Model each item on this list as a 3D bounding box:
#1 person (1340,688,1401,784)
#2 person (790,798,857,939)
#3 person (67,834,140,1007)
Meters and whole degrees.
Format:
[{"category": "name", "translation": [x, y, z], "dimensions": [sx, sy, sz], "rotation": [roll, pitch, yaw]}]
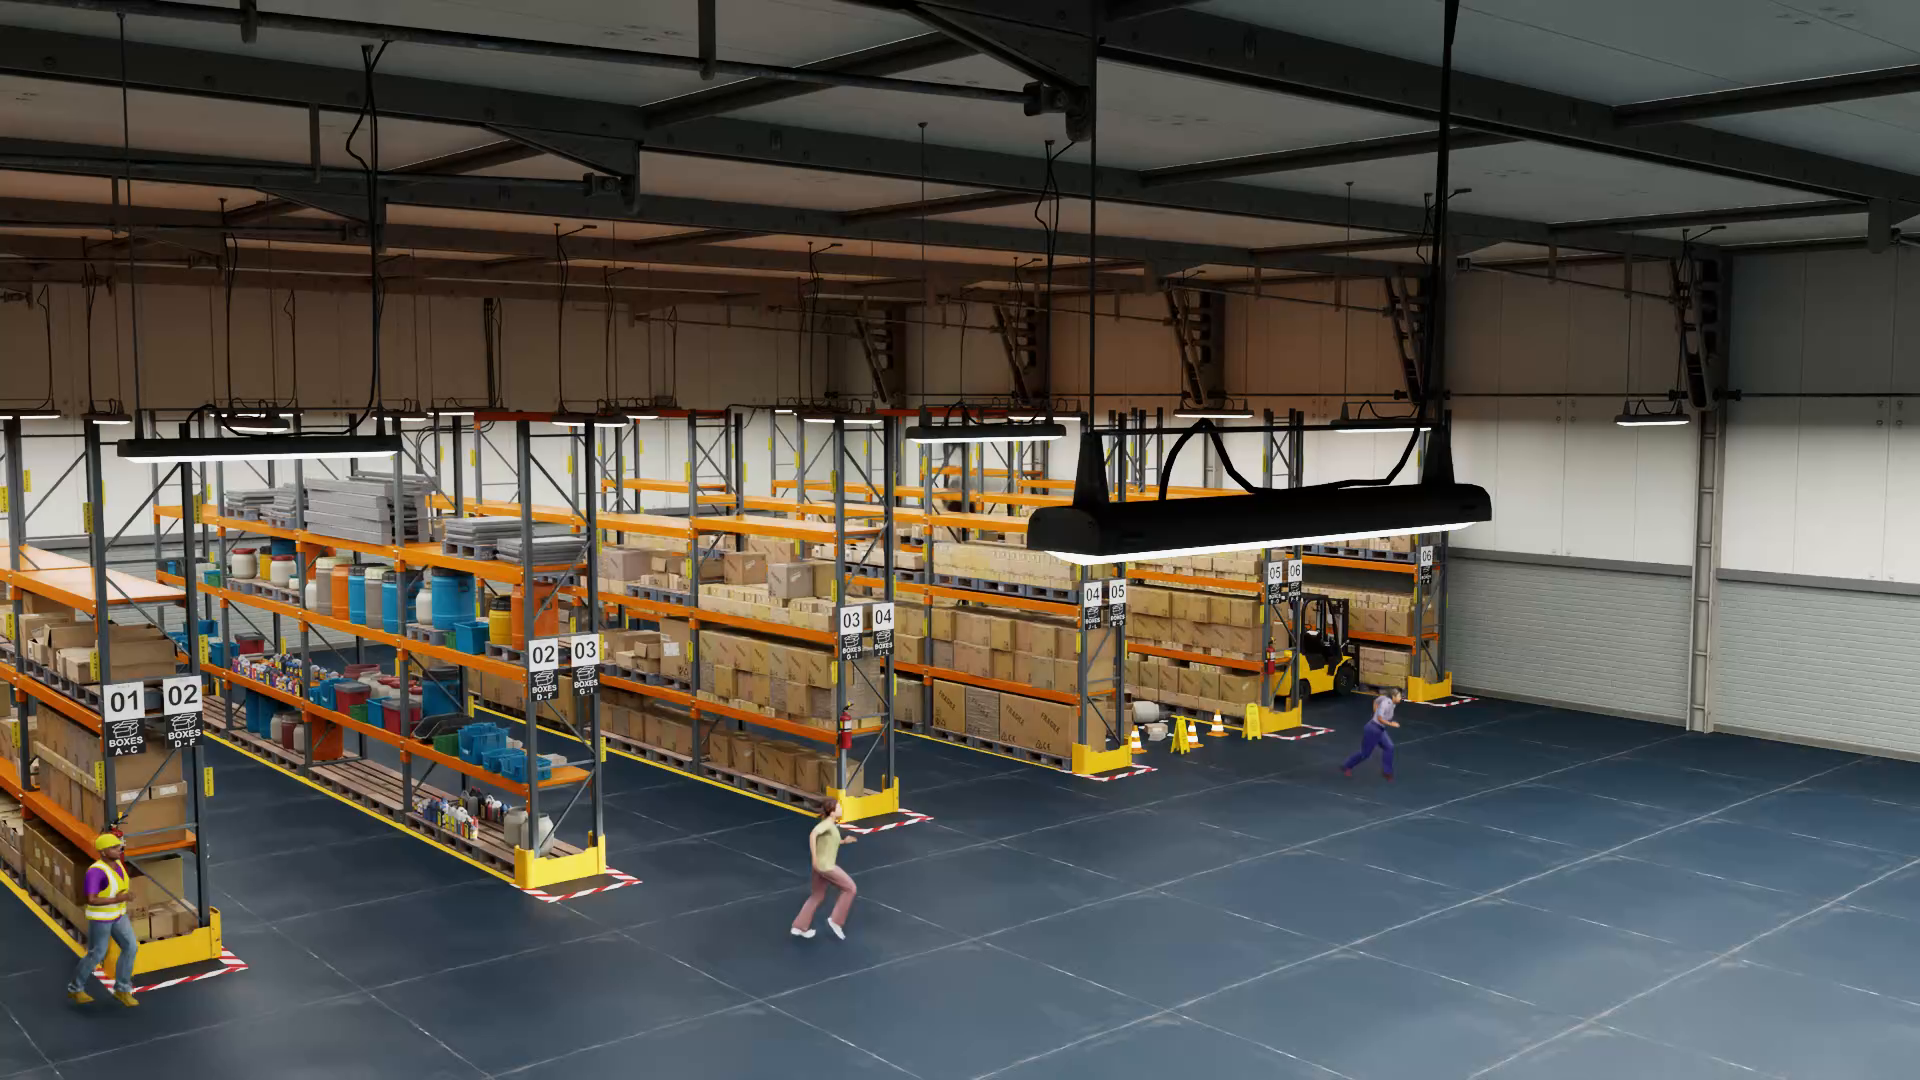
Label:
[{"category": "person", "translation": [6.711, 3.196, 27.195], "dimensions": [0.958, 1.612, 0.649], "rotation": [2, 5, 17]}, {"category": "person", "translation": [-1.577, 3.813, 19.216], "dimensions": [0.793, 1.664, 0.603], "rotation": [-1, 5, -11]}, {"category": "person", "translation": [-8.852, 3.946, 17.220], "dimensions": [0.751, 1.835, 0.704], "rotation": [0, 5, 5]}]
